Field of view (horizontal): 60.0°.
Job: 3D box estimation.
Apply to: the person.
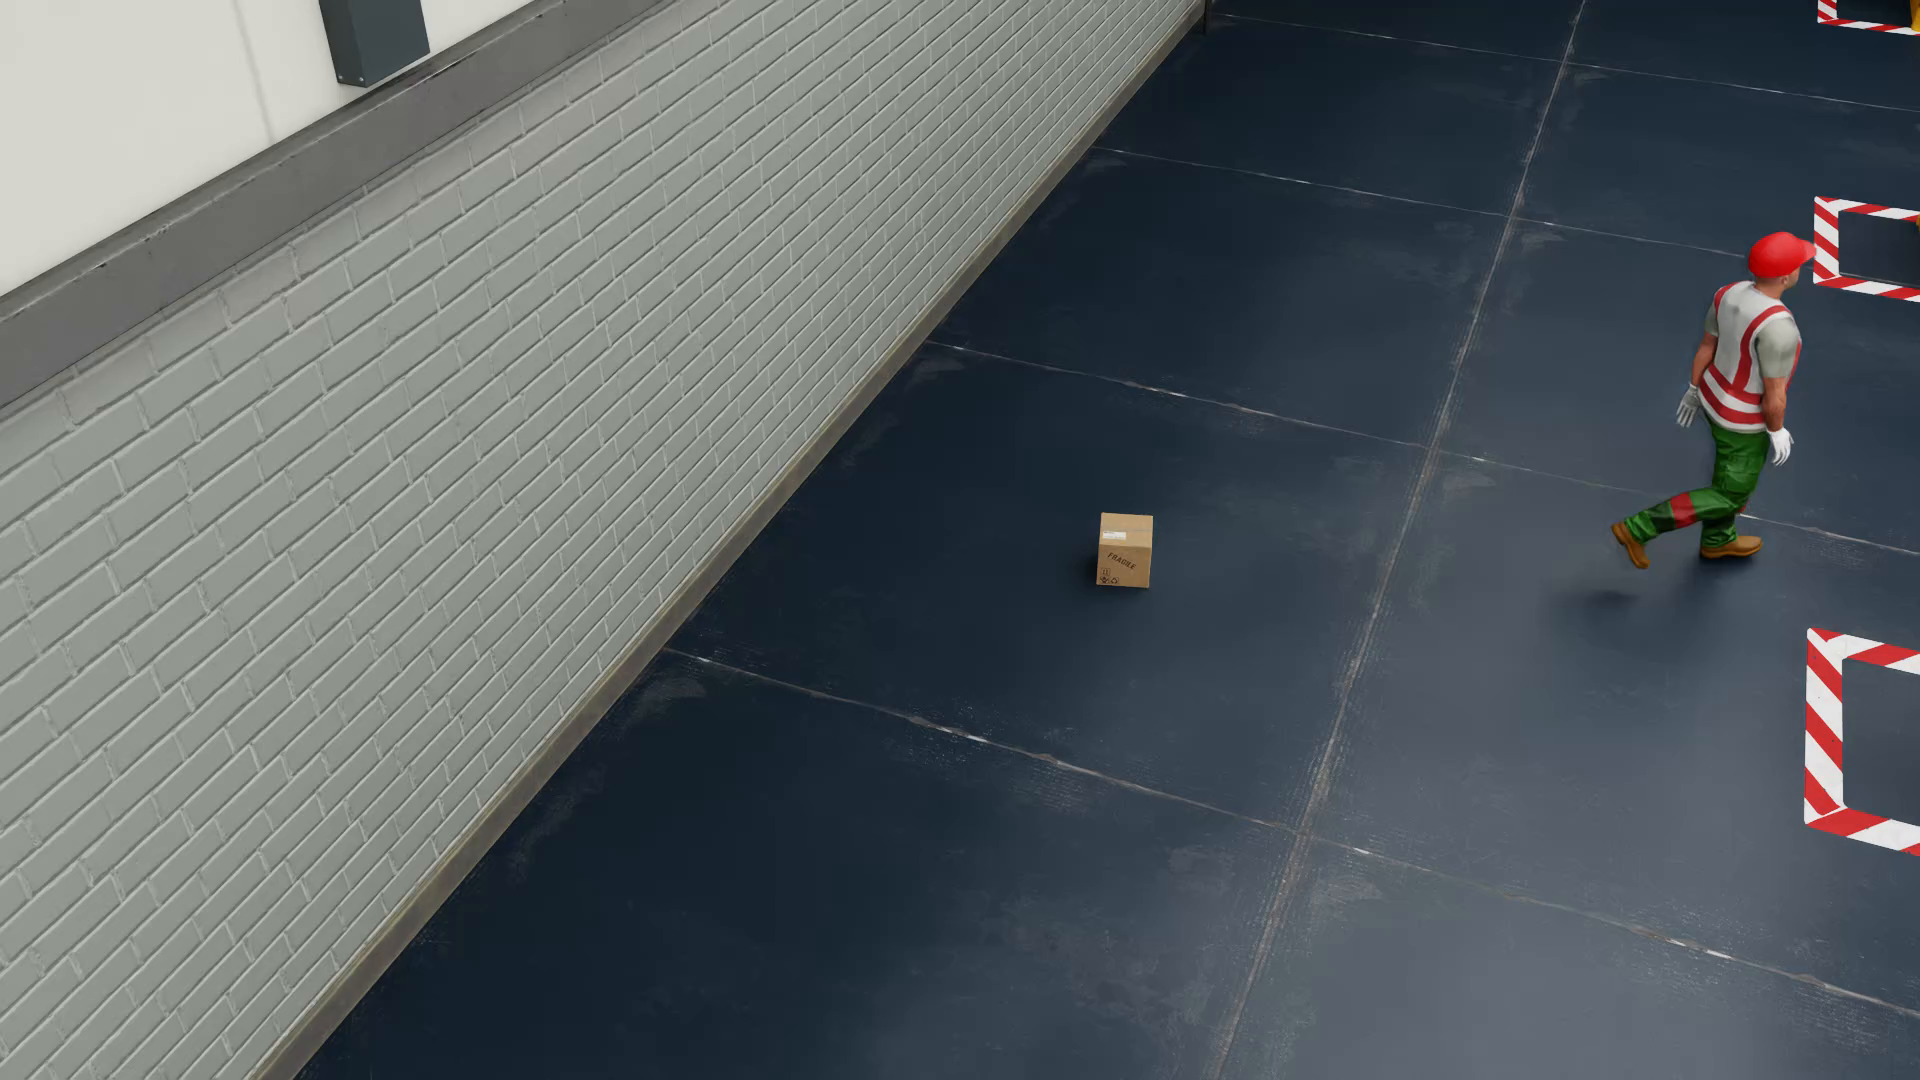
[{"bbox_3d":[3.497,-0.585,7.555,0.862,1.763,0.531,-1,37,-2],"label":"person"}]
